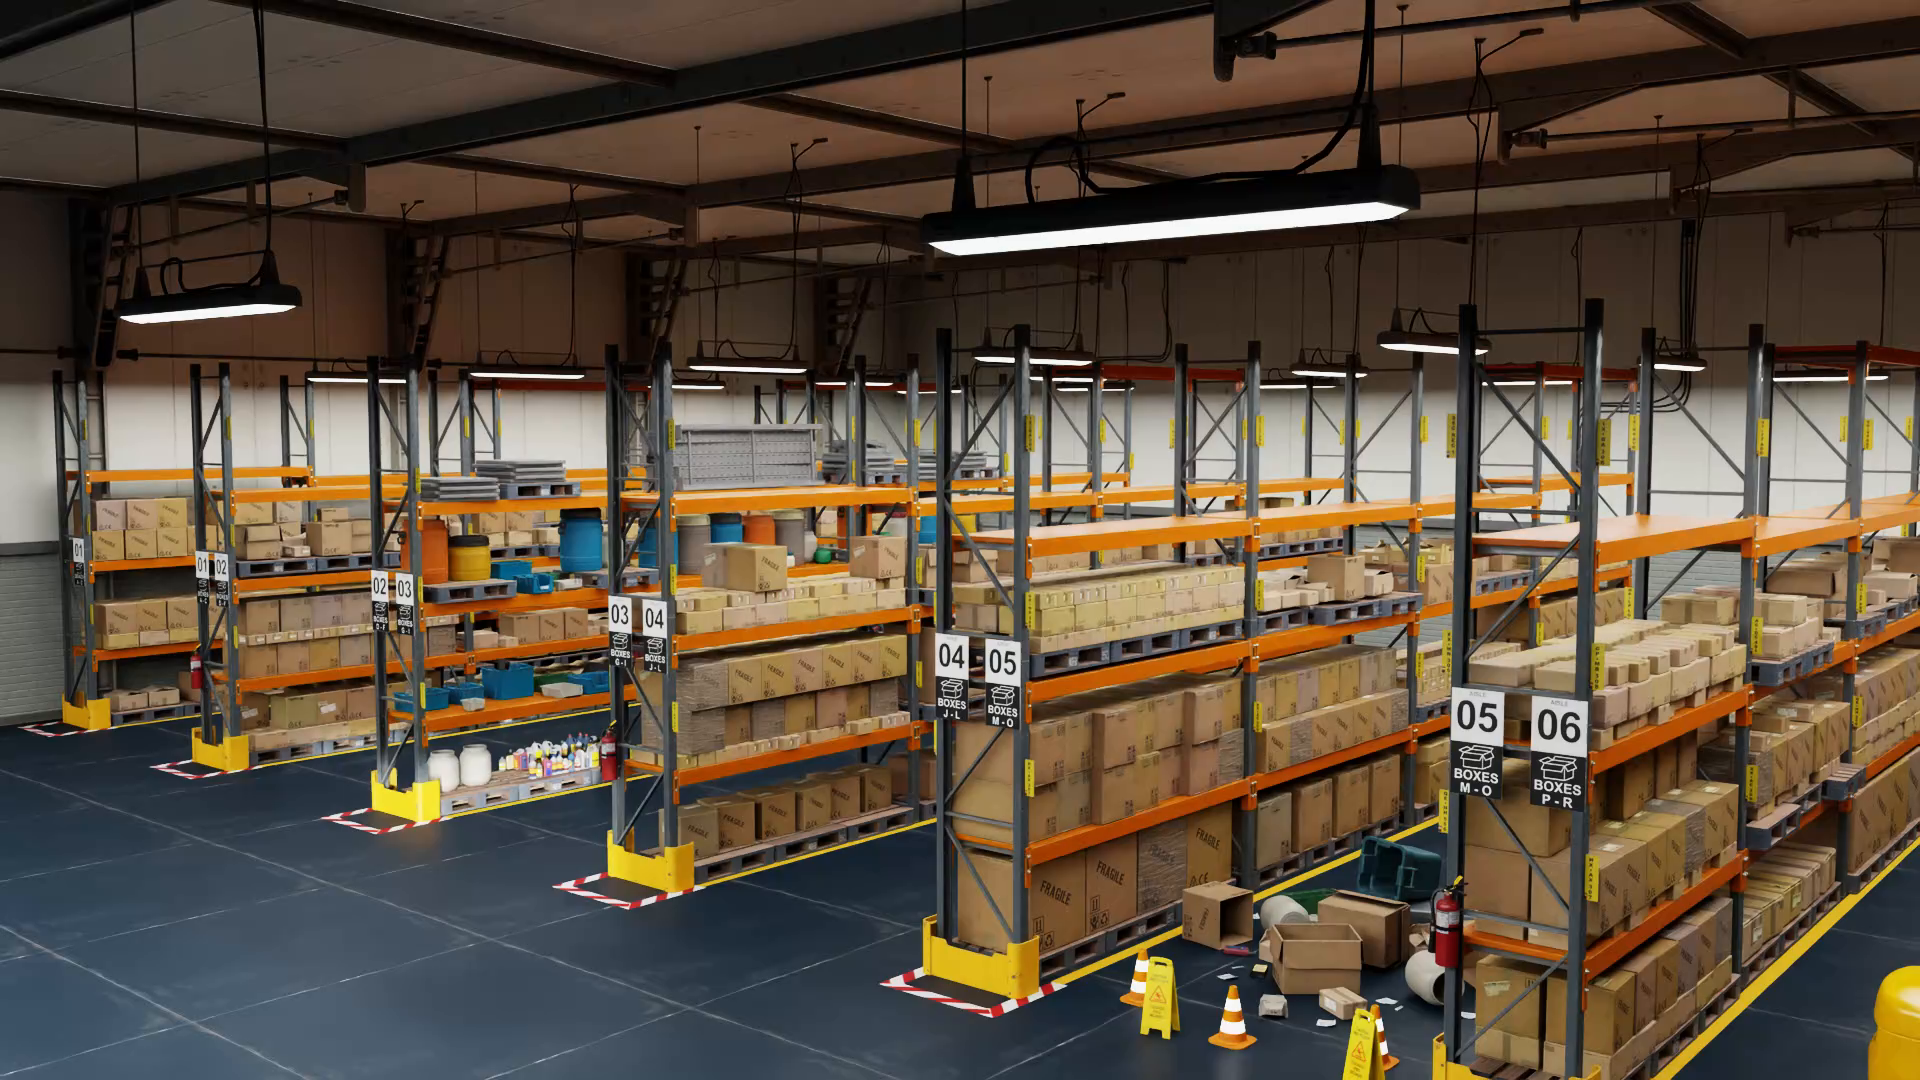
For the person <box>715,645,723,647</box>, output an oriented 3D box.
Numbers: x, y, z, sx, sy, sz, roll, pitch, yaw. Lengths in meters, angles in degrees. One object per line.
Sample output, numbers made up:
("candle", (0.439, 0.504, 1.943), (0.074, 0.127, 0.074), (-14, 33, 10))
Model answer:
("person", (-3.976, 2.331, 26.888), (0.915, 1.755, 0.640), (-1, 4, -7))
